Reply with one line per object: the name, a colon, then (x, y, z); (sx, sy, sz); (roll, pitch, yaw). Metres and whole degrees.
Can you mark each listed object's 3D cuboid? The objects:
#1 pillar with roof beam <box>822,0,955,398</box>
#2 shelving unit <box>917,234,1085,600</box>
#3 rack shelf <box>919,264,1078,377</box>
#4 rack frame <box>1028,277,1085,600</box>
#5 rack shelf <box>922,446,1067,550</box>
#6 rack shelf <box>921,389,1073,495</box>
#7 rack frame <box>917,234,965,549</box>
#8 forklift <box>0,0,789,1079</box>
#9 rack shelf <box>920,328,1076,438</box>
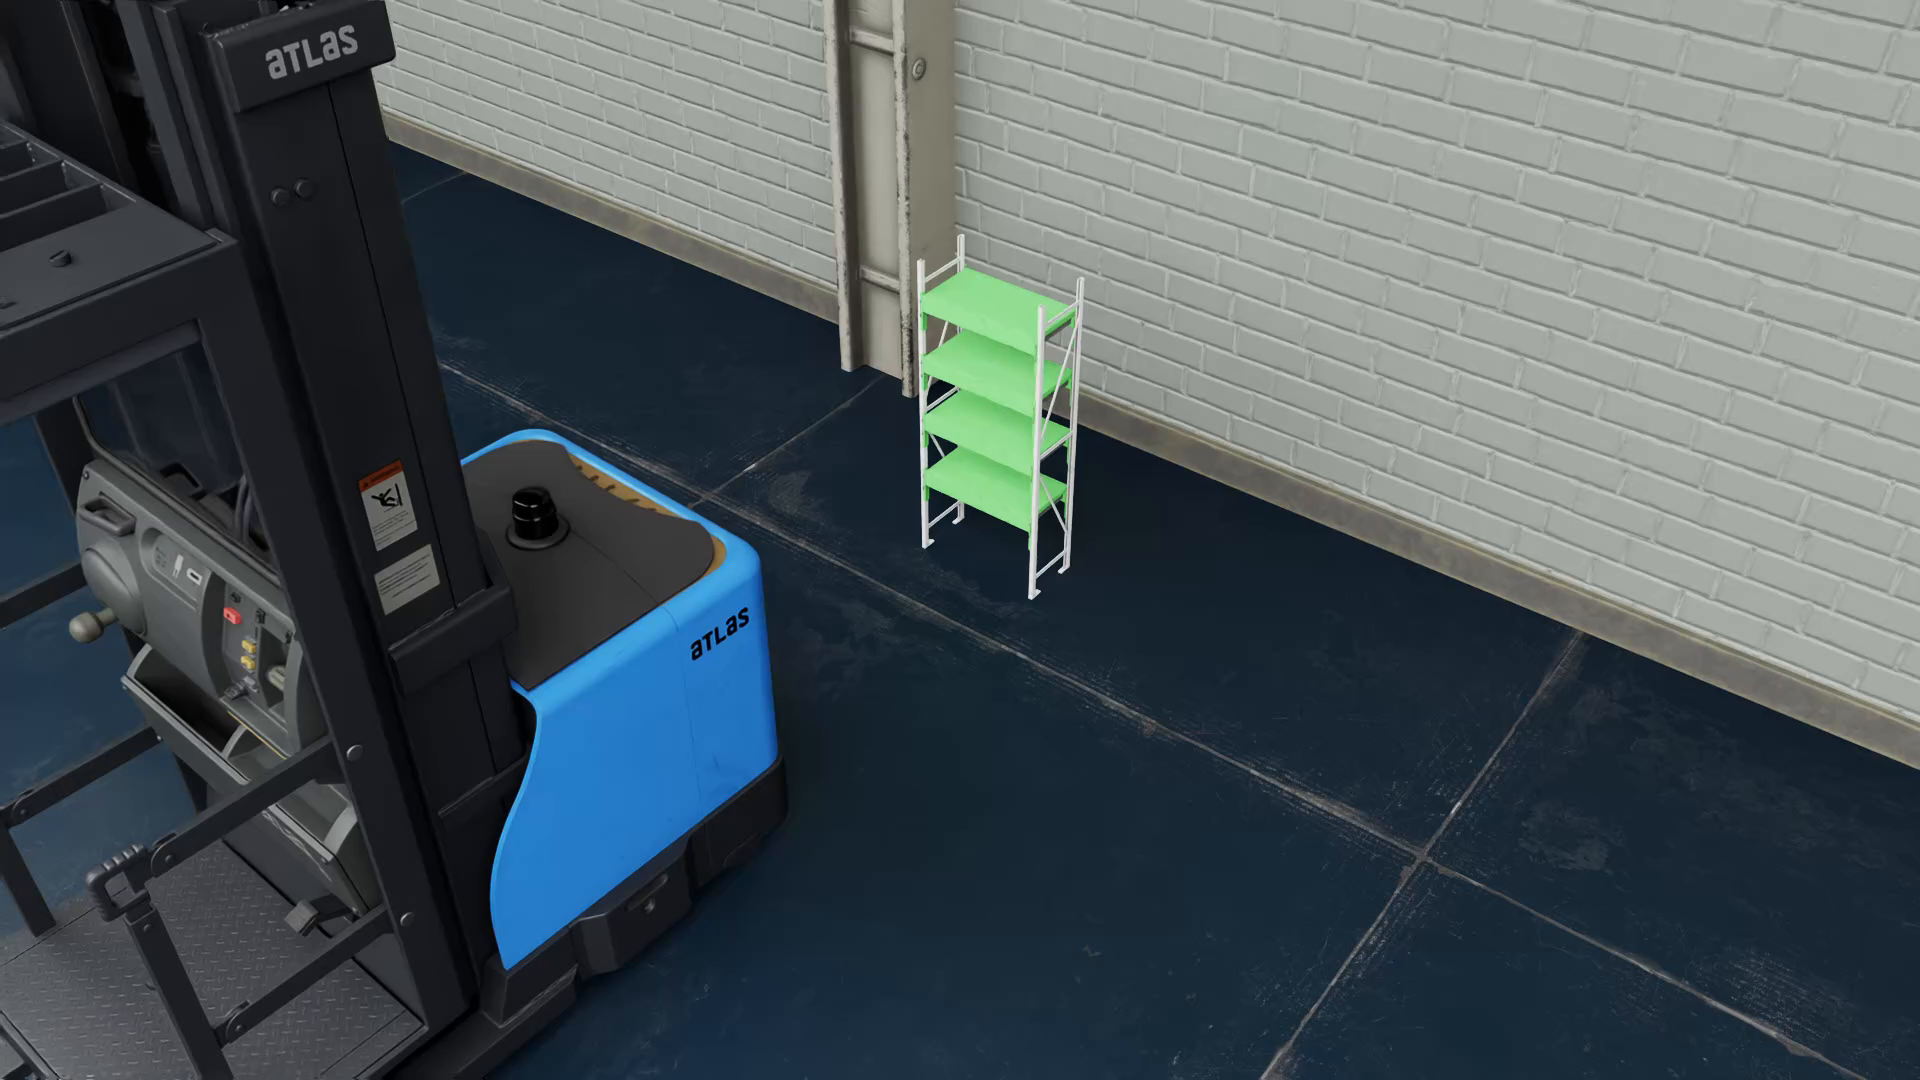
pillar with roof beam: (-2.883, -2.181, 1.736); (0.400, 9.000, 9.100); (25, 45, 29)
shelving unit: (0.131, -0.410, 5.801); (0.503, 1.200, 0.258); (25, 45, 29)
rack shelf: (0.131, -0.738, 5.544); (0.480, 0.148, 0.258); (25, 45, 29)
rack frame: (0.325, -0.319, 5.684); (0.015, 1.200, 0.240); (25, 45, 29)
rack shelf: (0.131, -0.171, 5.988); (0.480, 0.148, 0.258); (25, 45, 29)
rack shelf: (0.131, -0.360, 5.840); (0.480, 0.148, 0.258); (25, 45, 29)
rack frame: (-0.062, -0.502, 5.918); (0.015, 1.200, 0.240); (25, 45, 29)
forklift: (-1.858, 0.220, 3.592); (1.130, 2.935, 3.031); (27, 46, 31)
rack shelf: (0.131, -0.549, 5.692); (0.480, 0.148, 0.258); (25, 45, 29)
